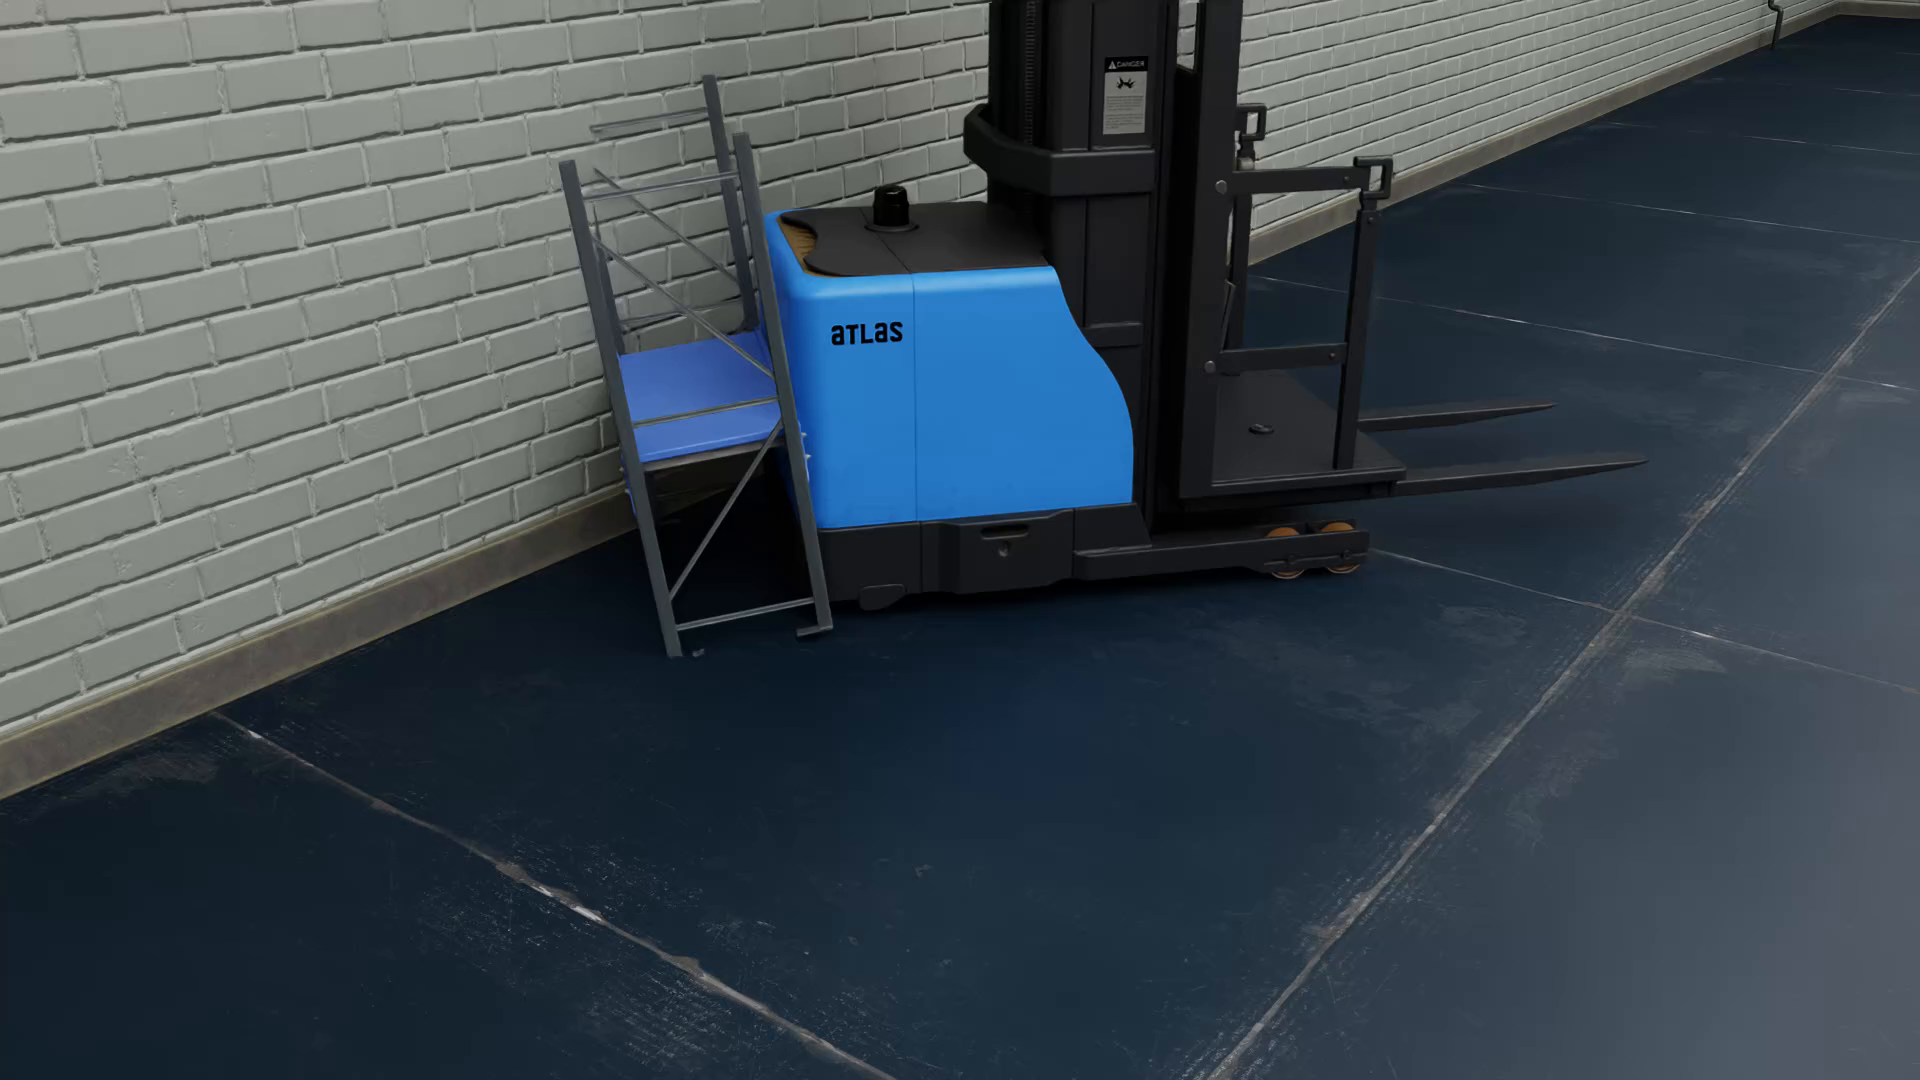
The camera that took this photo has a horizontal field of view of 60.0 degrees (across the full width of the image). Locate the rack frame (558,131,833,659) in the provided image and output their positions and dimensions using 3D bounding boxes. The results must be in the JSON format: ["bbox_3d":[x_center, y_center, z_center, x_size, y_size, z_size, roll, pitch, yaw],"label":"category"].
[{"bbox_3d":[-0.715,-0.358,4.683,0.500,1.500,0.032,-12,26,-9],"label":"rack frame"}]

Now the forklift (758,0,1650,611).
[{"bbox_3d":[0.872,-1.415,5.326,3.031,2.935,1.130,-5,24,-12],"label":"forklift"}]

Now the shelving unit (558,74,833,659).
[{"bbox_3d":[-0.826,-0.561,5.136,0.538,1.500,1.048,-12,26,-9],"label":"shelving unit"}]

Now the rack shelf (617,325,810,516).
[{"bbox_3d":[-0.805,-0.400,5.213,0.538,0.185,1.000,-12,26,-9],"label":"rack shelf"}]

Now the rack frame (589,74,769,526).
[{"bbox_3d":[-0.937,-0.765,5.589,0.500,1.500,0.032,-12,26,-9],"label":"rack frame"}]

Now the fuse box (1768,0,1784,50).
[{"bbox_3d":[8.551,-5.916,17.055,0.414,1.711,0.539,17,29,33],"label":"fuse box"}]
